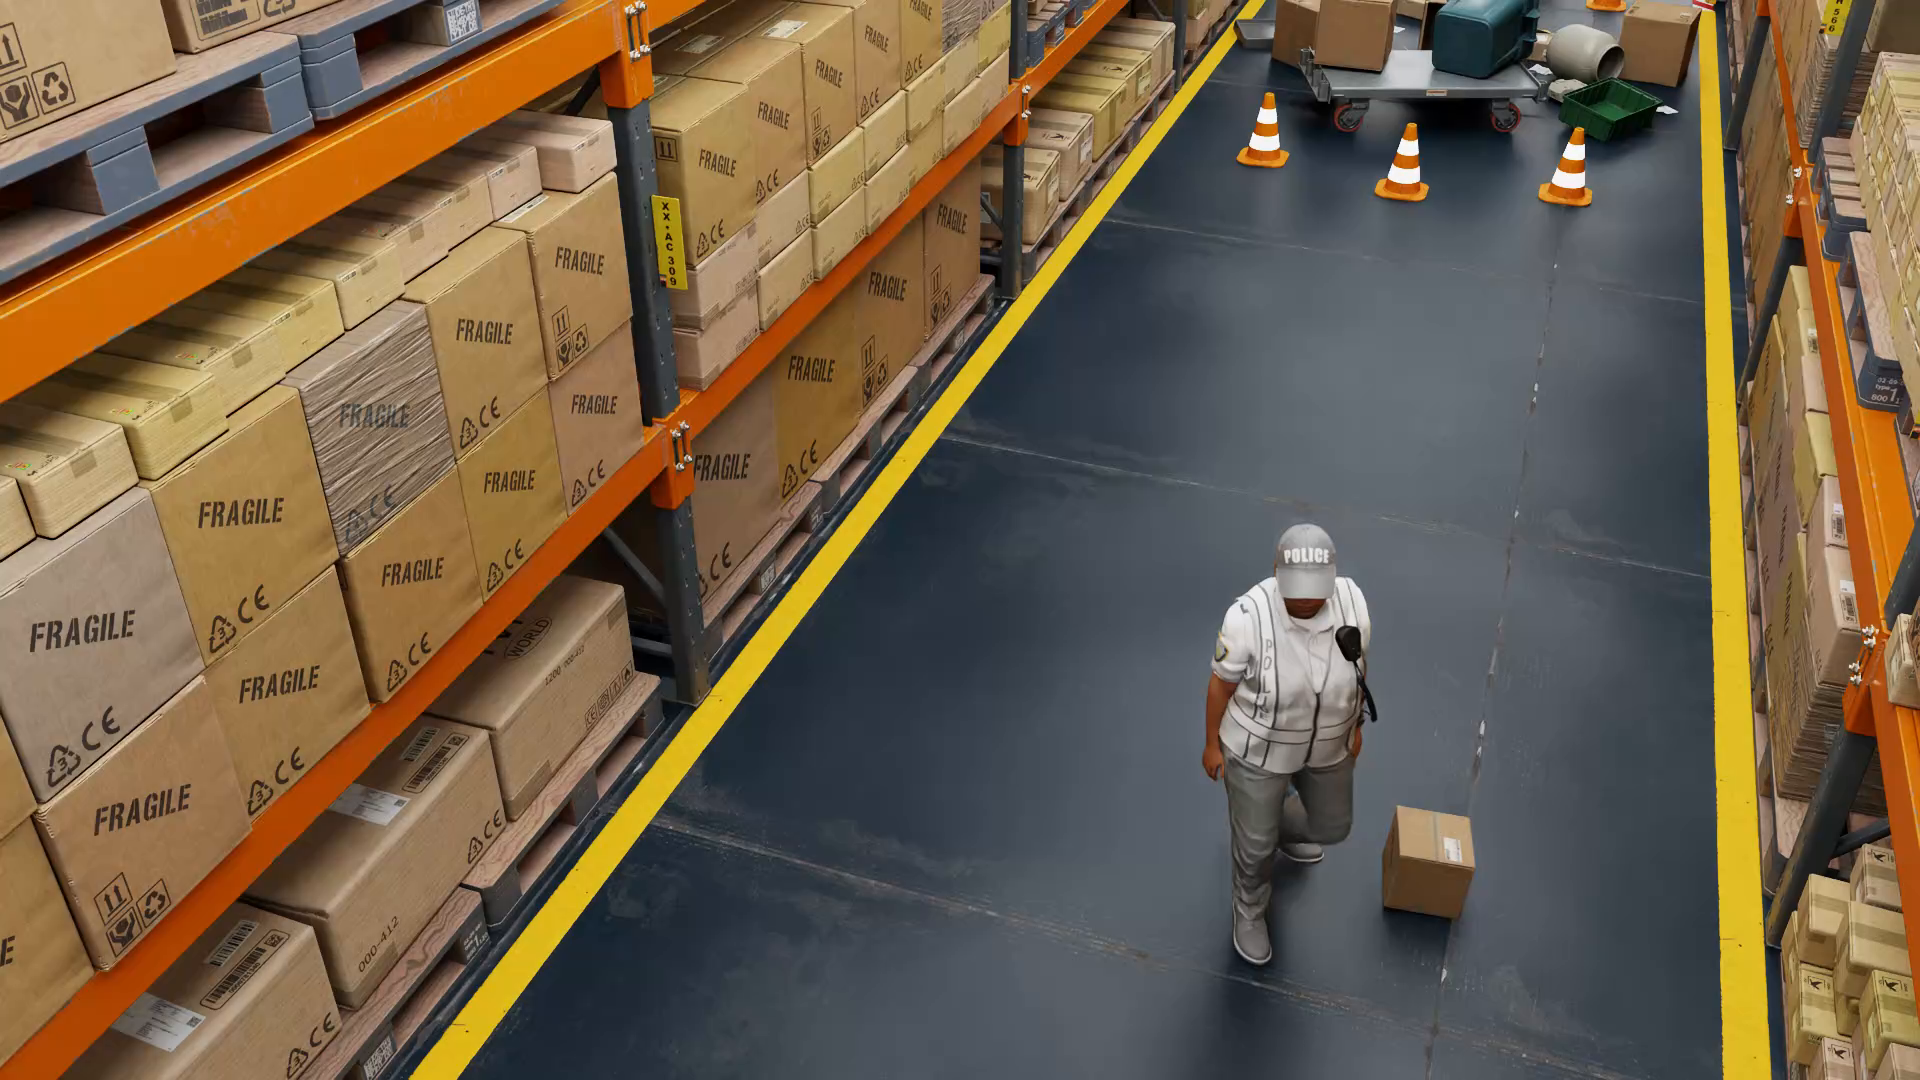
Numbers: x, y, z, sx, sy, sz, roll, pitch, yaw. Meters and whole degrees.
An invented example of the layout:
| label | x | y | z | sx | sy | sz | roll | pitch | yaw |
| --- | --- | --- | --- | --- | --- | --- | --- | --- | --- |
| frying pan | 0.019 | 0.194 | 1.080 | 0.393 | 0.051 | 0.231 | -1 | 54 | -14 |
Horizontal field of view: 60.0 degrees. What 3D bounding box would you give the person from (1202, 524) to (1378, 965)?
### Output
| label | x | y | z | sx | sy | sz | roll | pitch | yaw |
| --- | --- | --- | --- | --- | --- | --- | --- | --- | --- |
| person | 1.024 | 0.591 | 5.249 | 0.560 | 1.656 | 0.581 | -7 | 34 | -11 |
